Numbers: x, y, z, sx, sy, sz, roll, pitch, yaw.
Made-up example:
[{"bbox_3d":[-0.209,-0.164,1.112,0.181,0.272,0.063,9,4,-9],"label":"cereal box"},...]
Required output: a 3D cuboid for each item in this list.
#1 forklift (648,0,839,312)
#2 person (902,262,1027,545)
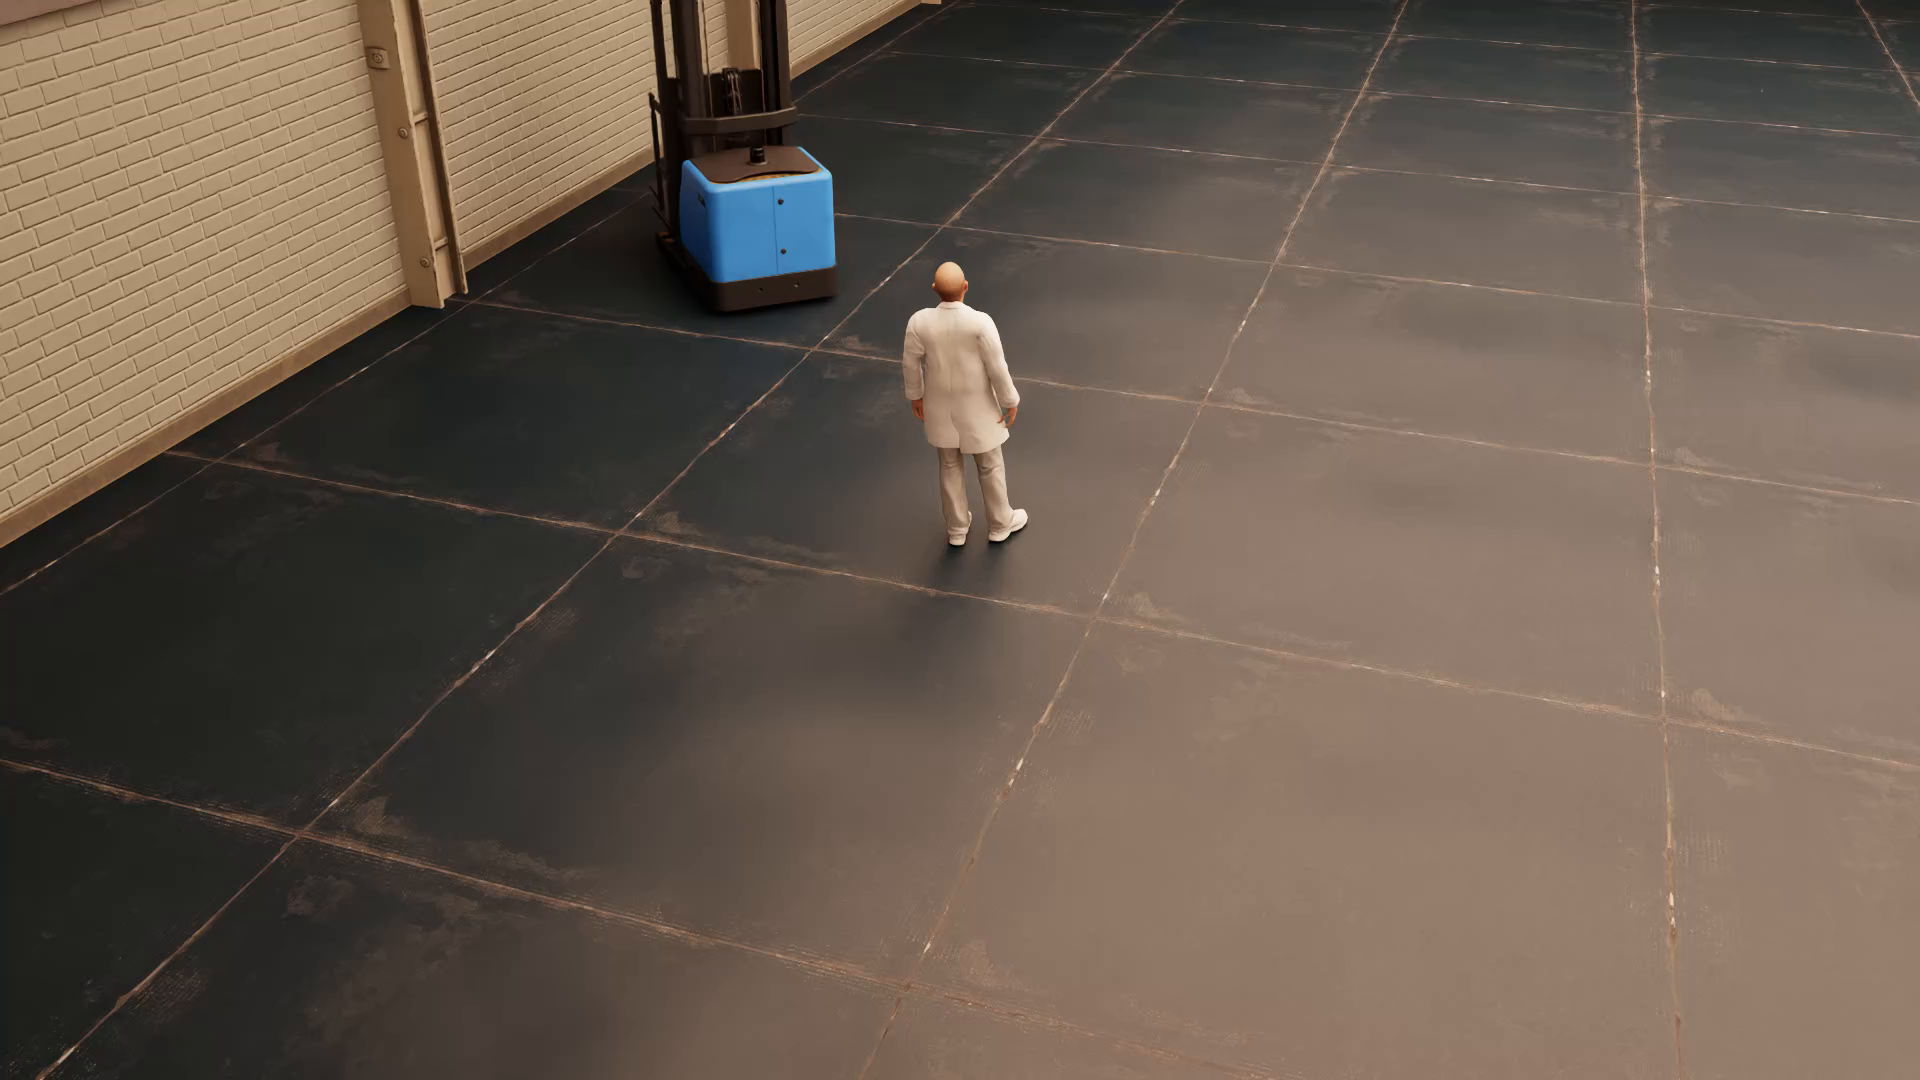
[{"bbox_3d":[-2.016,-3.787,13.779,1.130,2.935,3.031,-12,32,-19],"label":"forklift"},{"bbox_3d":[0.033,-0.820,9.727,0.696,1.777,0.578,10,31,16],"label":"person"}]
